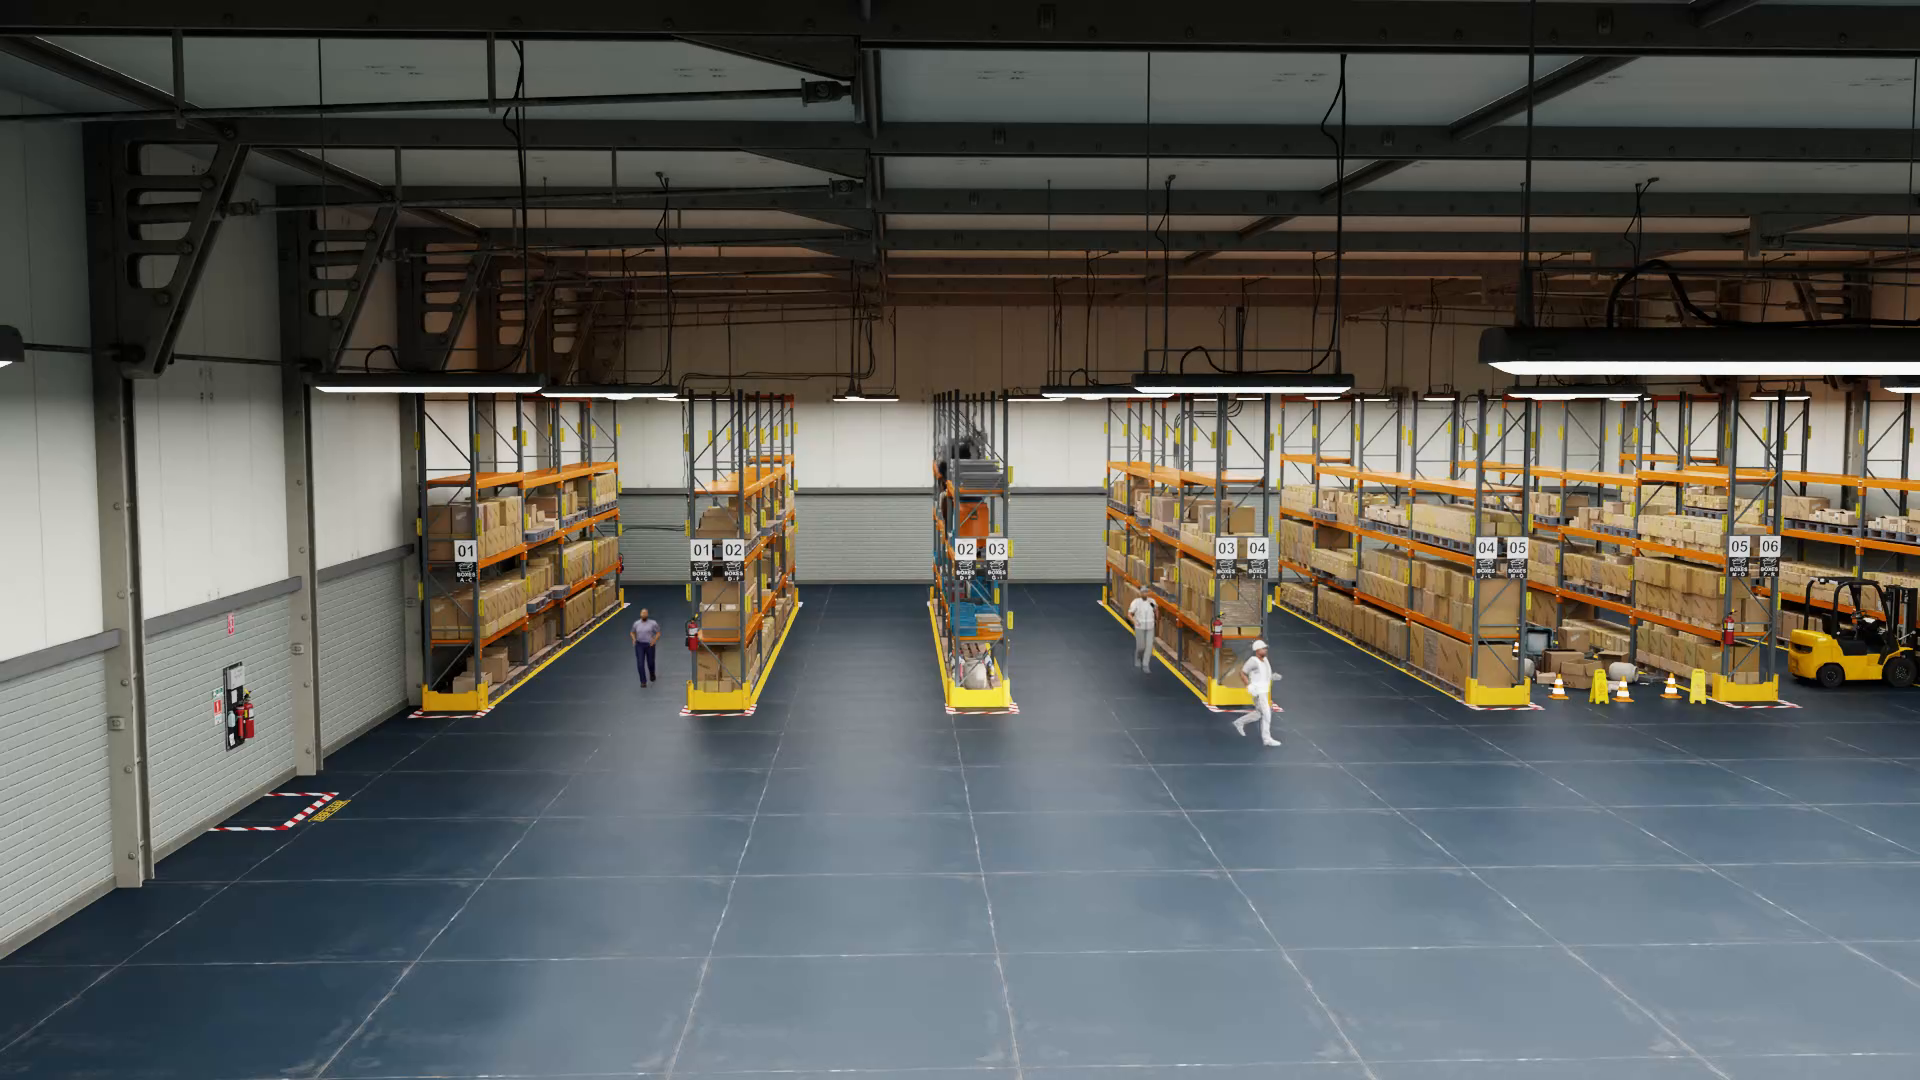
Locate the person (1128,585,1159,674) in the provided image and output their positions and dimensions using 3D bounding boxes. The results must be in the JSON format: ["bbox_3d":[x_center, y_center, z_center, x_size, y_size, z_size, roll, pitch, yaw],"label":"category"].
[{"bbox_3d":[3.777,1.798,33.988,0.673,1.783,0.729,0,5,-5],"label":"person"}]

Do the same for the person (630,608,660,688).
[{"bbox_3d":[-6.391,2.181,33.741,0.605,1.582,0.578,0,5,-4],"label":"person"}]

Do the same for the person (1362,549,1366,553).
[{"bbox_3d":[11.168,1.126,45.816,0.659,1.733,0.634,-1,5,-6],"label":"person"}]

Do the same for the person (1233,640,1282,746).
[{"bbox_3d":[4.980,2.557,27.919,0.877,1.762,0.689,3,5,32],"label":"person"}]
